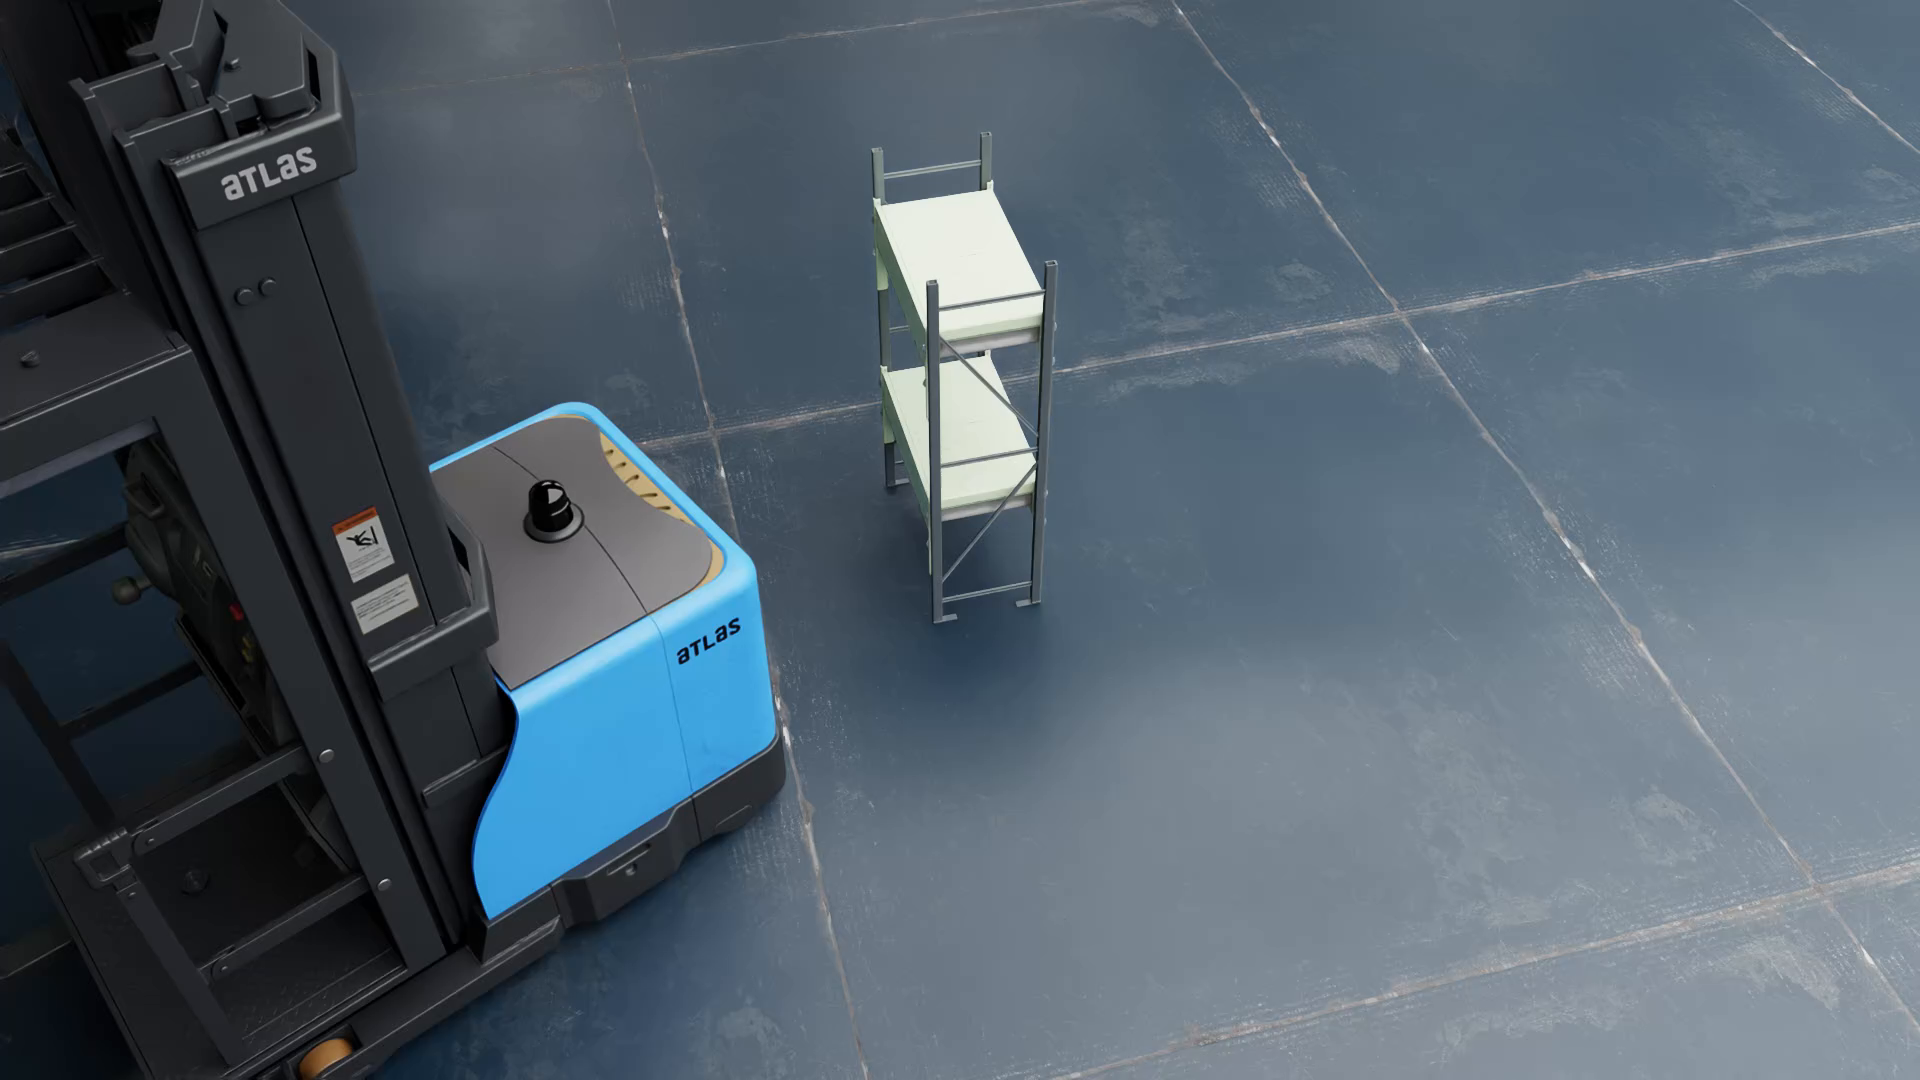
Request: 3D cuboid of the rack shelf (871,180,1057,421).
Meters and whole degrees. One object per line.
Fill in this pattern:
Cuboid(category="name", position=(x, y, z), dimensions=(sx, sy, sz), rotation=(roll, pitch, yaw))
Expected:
Cuboid(category="rack shelf", position=(0.002, -0.793, 5.431), dimensions=(0.431, 0.370, 0.720), rotation=(-11, 47, -10))

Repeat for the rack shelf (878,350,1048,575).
Cuboid(category="rack shelf", position=(0.002, -0.292, 5.943), dimensions=(0.431, 0.370, 0.720), rotation=(-11, 47, -10))

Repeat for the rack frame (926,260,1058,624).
Cuboid(category="rack frame", position=(0.095, -0.268, 5.462), dimensions=(0.400, 1.500, 0.023), rotation=(-11, 47, -10))

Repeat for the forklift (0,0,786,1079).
Cuboid(category="forklift", position=(-2.021, 0.204, 3.998), dimensions=(3.031, 2.935, 1.130), rotation=(-31, 53, -27))

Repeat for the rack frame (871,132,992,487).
Cuboid(category="rack frame", position=(-0.092, -0.773, 5.957), dimensions=(0.400, 1.500, 0.023), rotation=(-11, 47, -10))

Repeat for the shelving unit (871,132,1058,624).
Cuboid(category="shelving unit", position=(0.002, -0.520, 5.710), dimensions=(0.431, 1.500, 0.755), rotation=(-11, 47, -10))
